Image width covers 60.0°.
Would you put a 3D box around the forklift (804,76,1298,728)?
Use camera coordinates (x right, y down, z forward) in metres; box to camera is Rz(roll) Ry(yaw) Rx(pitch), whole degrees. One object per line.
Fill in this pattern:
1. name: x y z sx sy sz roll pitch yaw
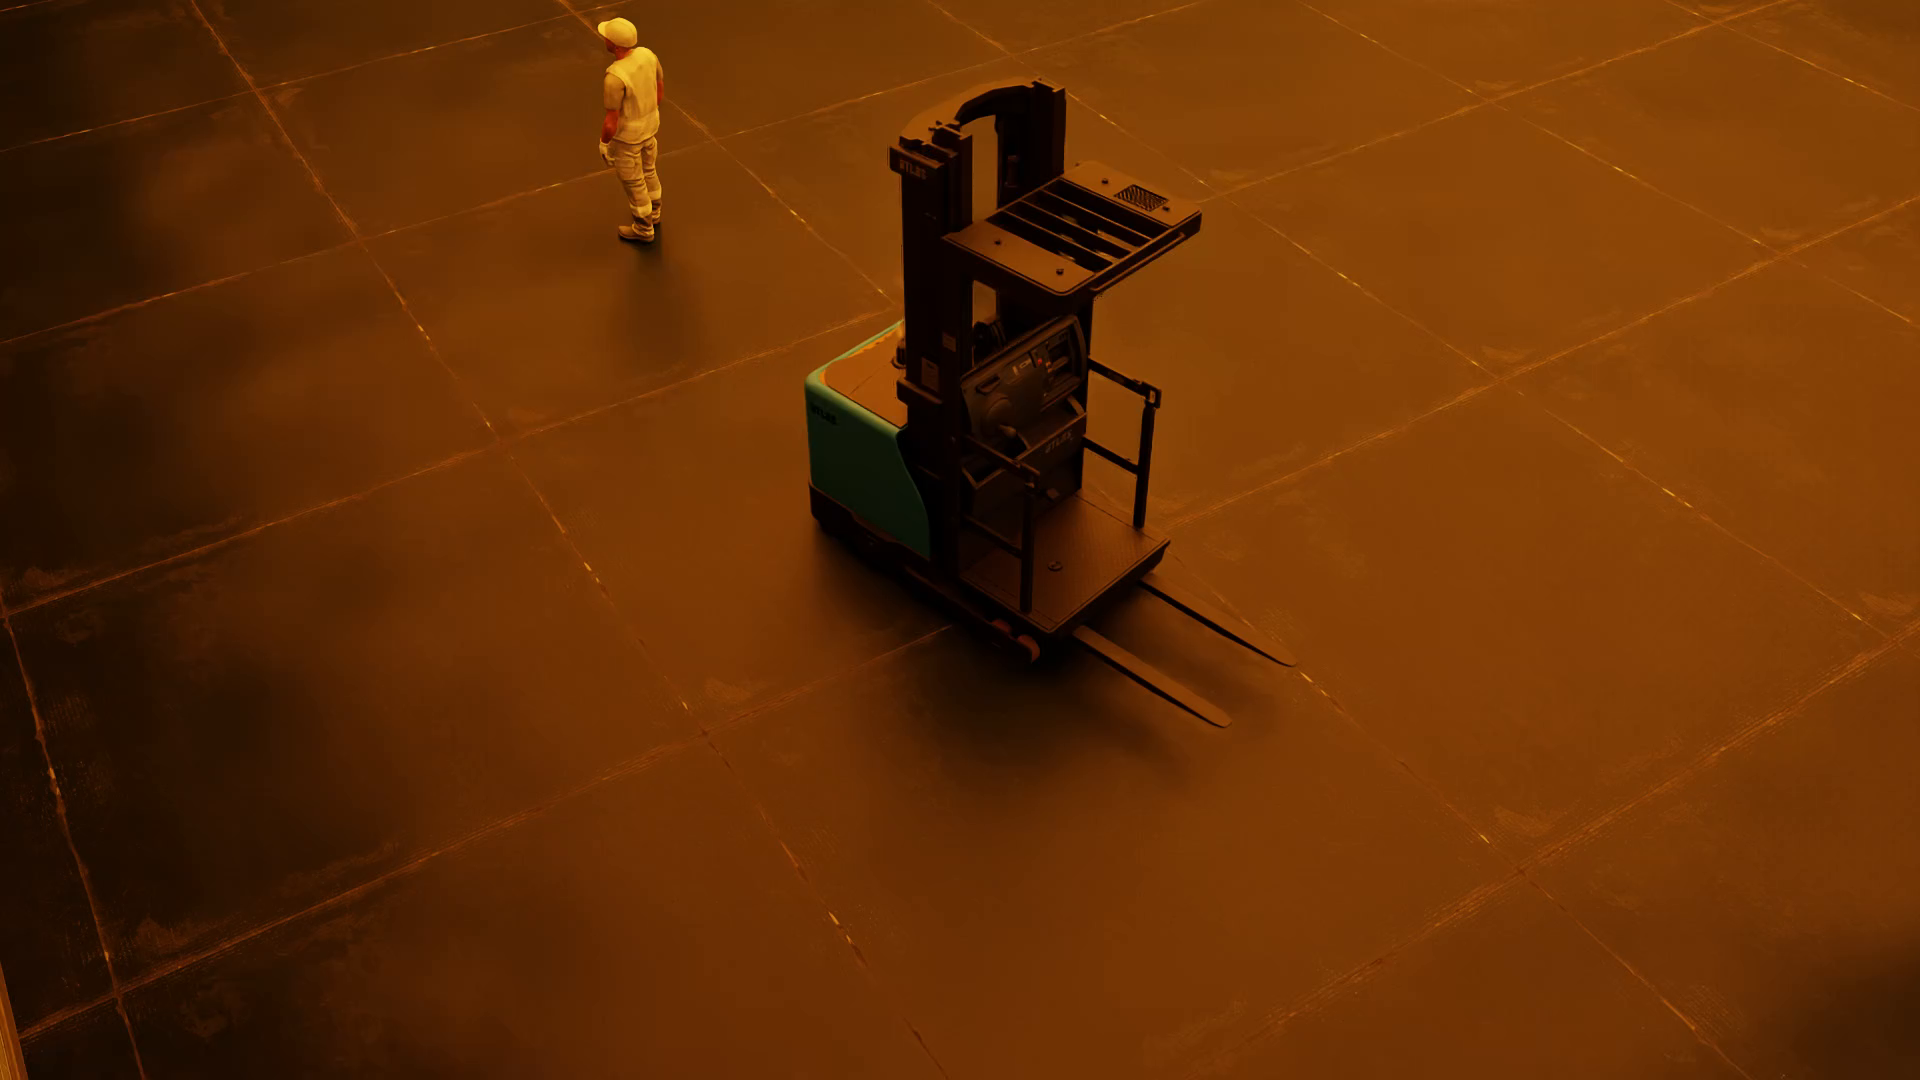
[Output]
1. forklift: 0.503 -0.800 8.786 3.031 2.935 1.130 32 50 31

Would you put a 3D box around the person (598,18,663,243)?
1. person: -2.453 -3.006 12.168 0.561 1.790 0.637 21 45 22
